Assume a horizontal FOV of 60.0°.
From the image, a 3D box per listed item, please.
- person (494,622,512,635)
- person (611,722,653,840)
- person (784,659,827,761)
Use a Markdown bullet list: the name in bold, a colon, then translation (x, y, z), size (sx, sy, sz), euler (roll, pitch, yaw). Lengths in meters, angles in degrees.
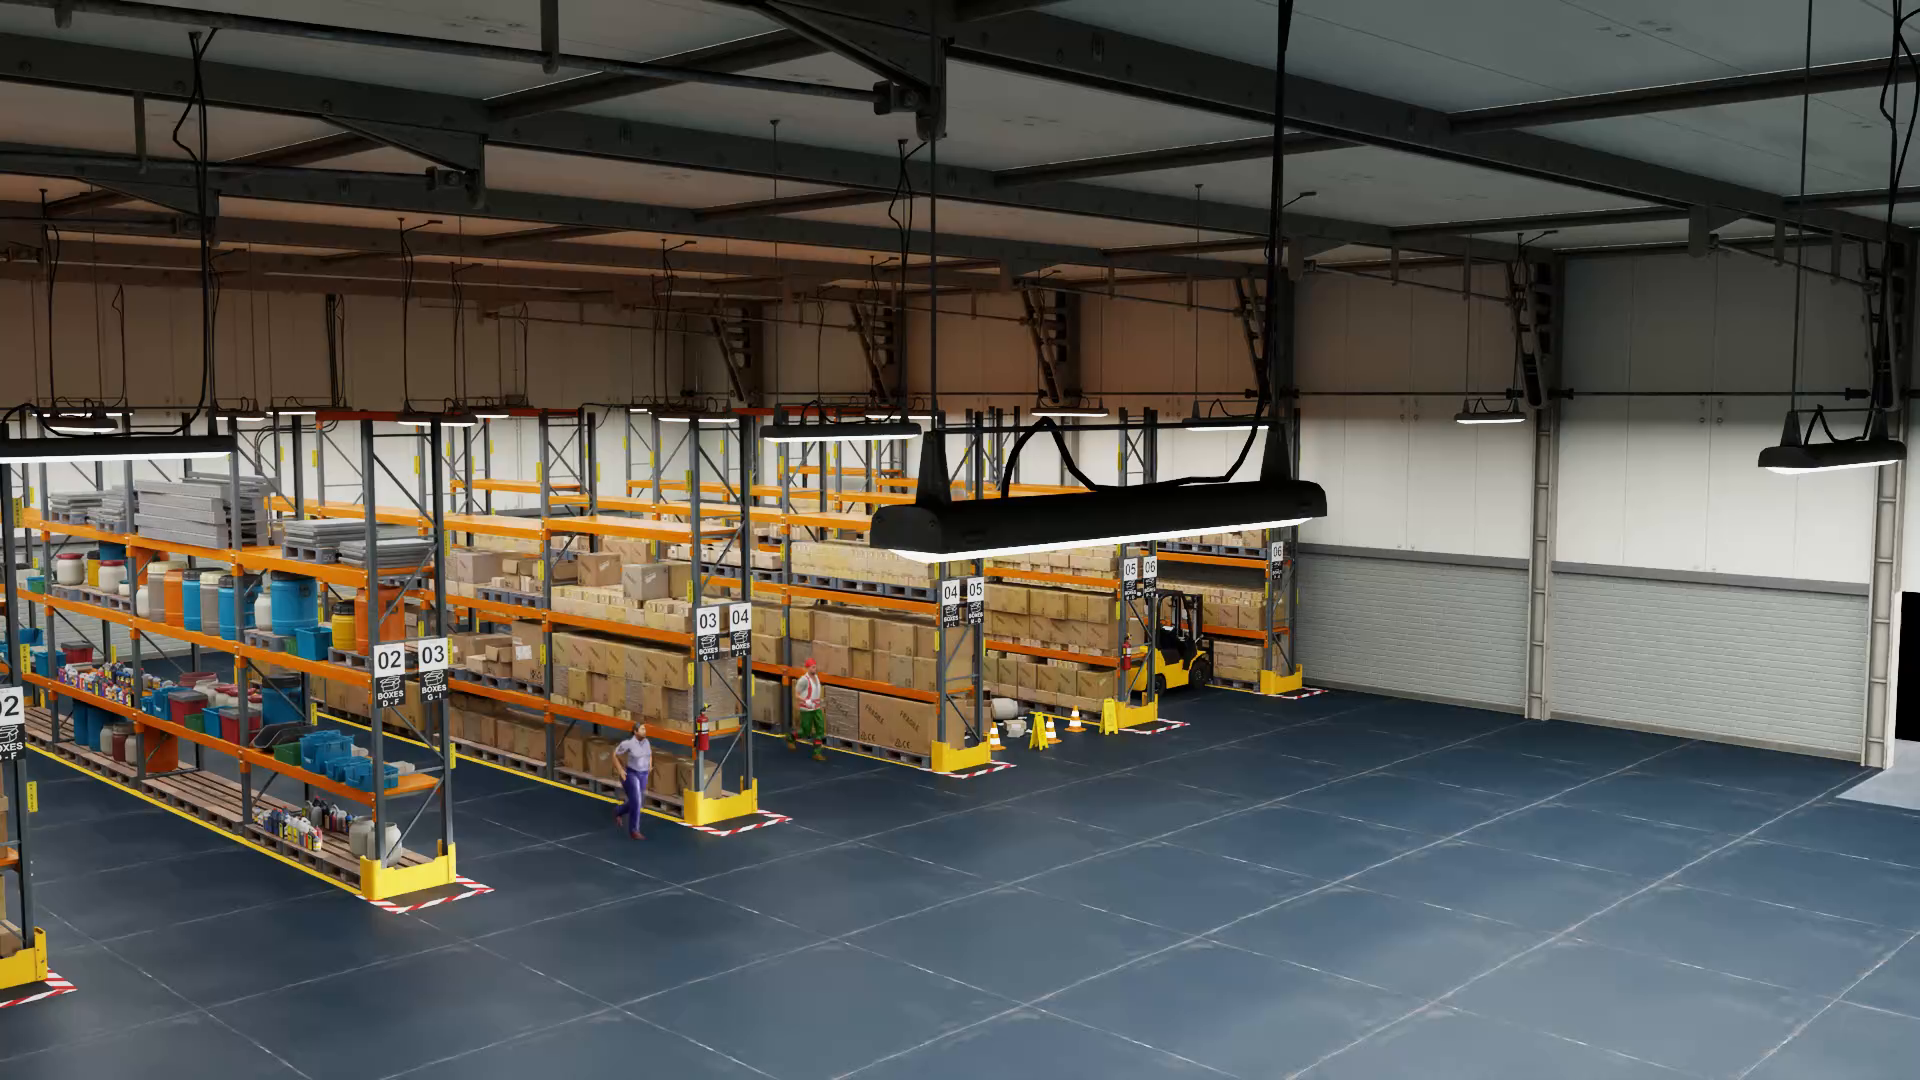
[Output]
- **person**: translation (-11.408, 1.864, 41.214), size (0.586, 1.694, 0.781), euler (5, 7, 44)
- **person**: translation (-4.688, 3.432, 23.908), size (0.805, 1.637, 0.644), euler (4, 6, 37)
- **person**: translation (-2.645, 2.910, 28.733), size (0.873, 1.758, 0.643), euler (4, 6, 36)
